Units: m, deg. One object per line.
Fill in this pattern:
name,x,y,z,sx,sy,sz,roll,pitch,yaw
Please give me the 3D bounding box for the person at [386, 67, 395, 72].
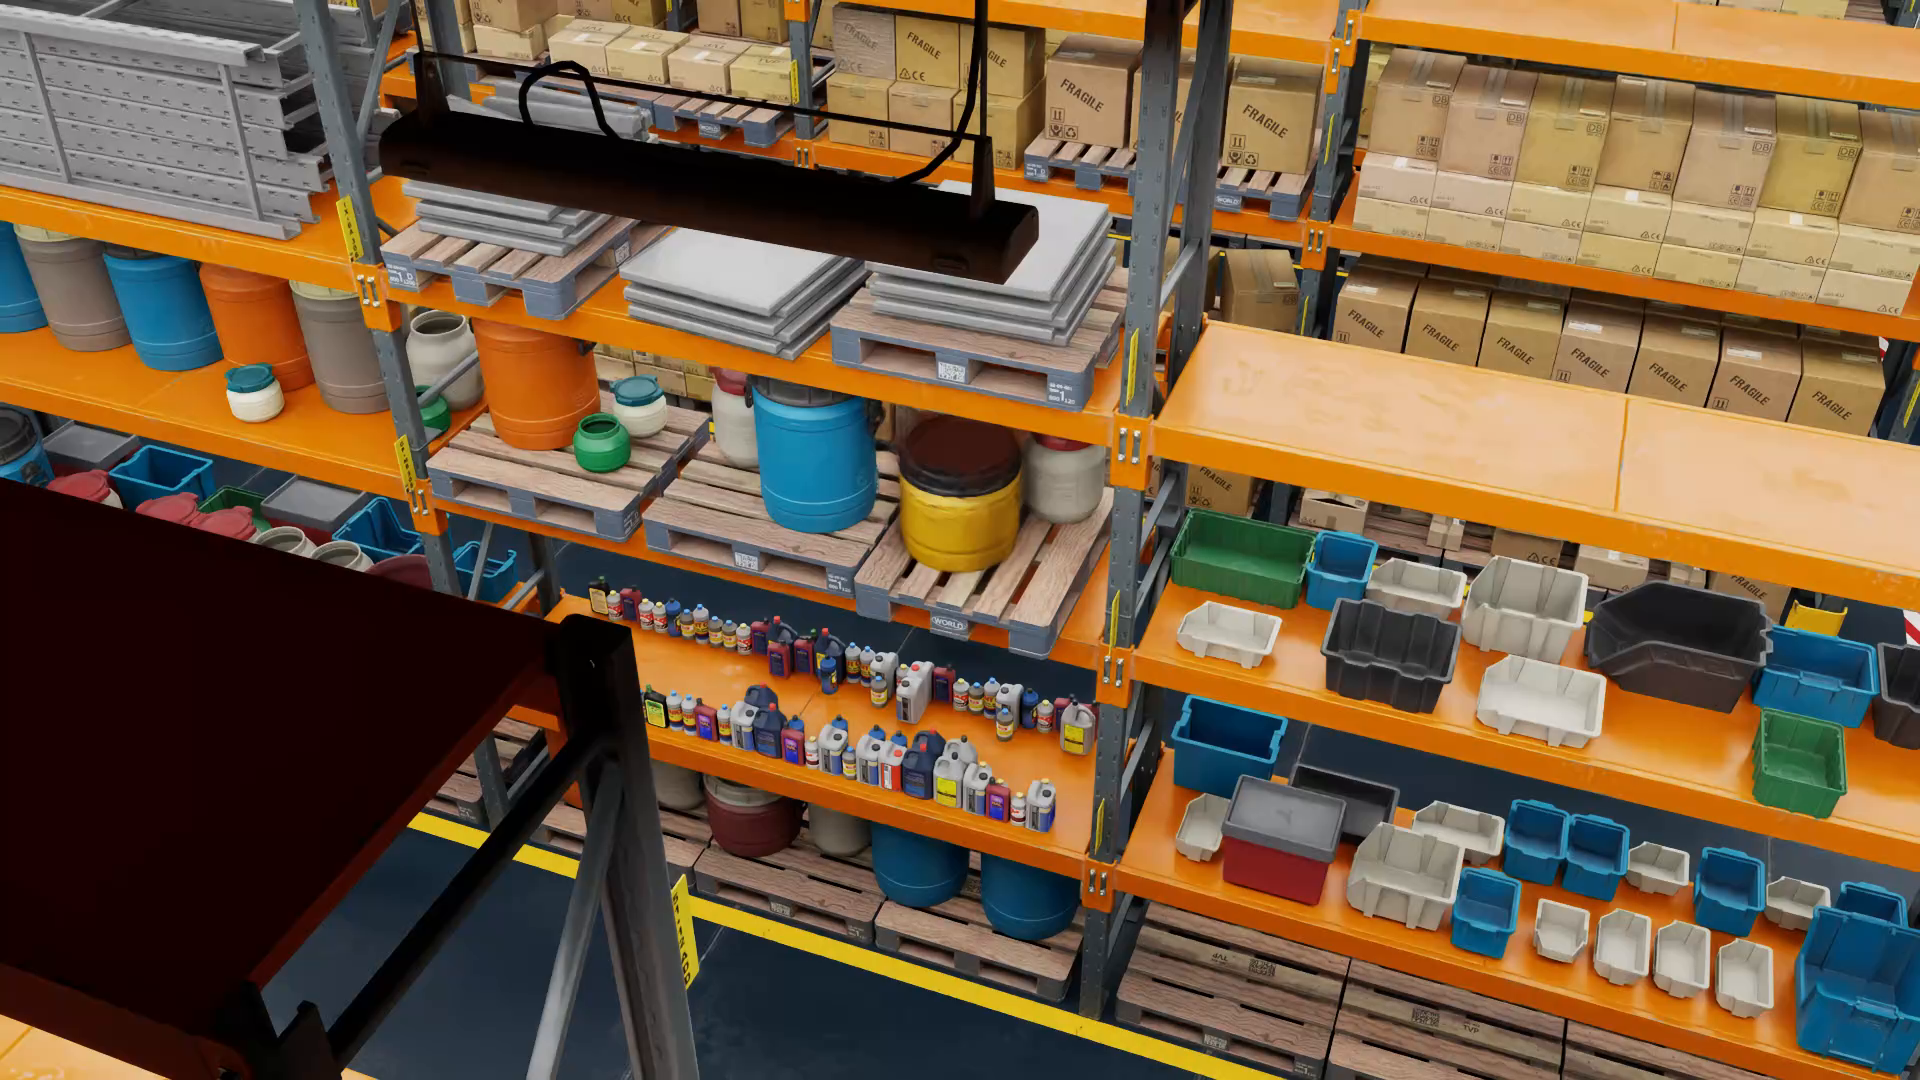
person,-6.075,-4.302,17.728,1.063,1.710,0.574,-4,37,-6
